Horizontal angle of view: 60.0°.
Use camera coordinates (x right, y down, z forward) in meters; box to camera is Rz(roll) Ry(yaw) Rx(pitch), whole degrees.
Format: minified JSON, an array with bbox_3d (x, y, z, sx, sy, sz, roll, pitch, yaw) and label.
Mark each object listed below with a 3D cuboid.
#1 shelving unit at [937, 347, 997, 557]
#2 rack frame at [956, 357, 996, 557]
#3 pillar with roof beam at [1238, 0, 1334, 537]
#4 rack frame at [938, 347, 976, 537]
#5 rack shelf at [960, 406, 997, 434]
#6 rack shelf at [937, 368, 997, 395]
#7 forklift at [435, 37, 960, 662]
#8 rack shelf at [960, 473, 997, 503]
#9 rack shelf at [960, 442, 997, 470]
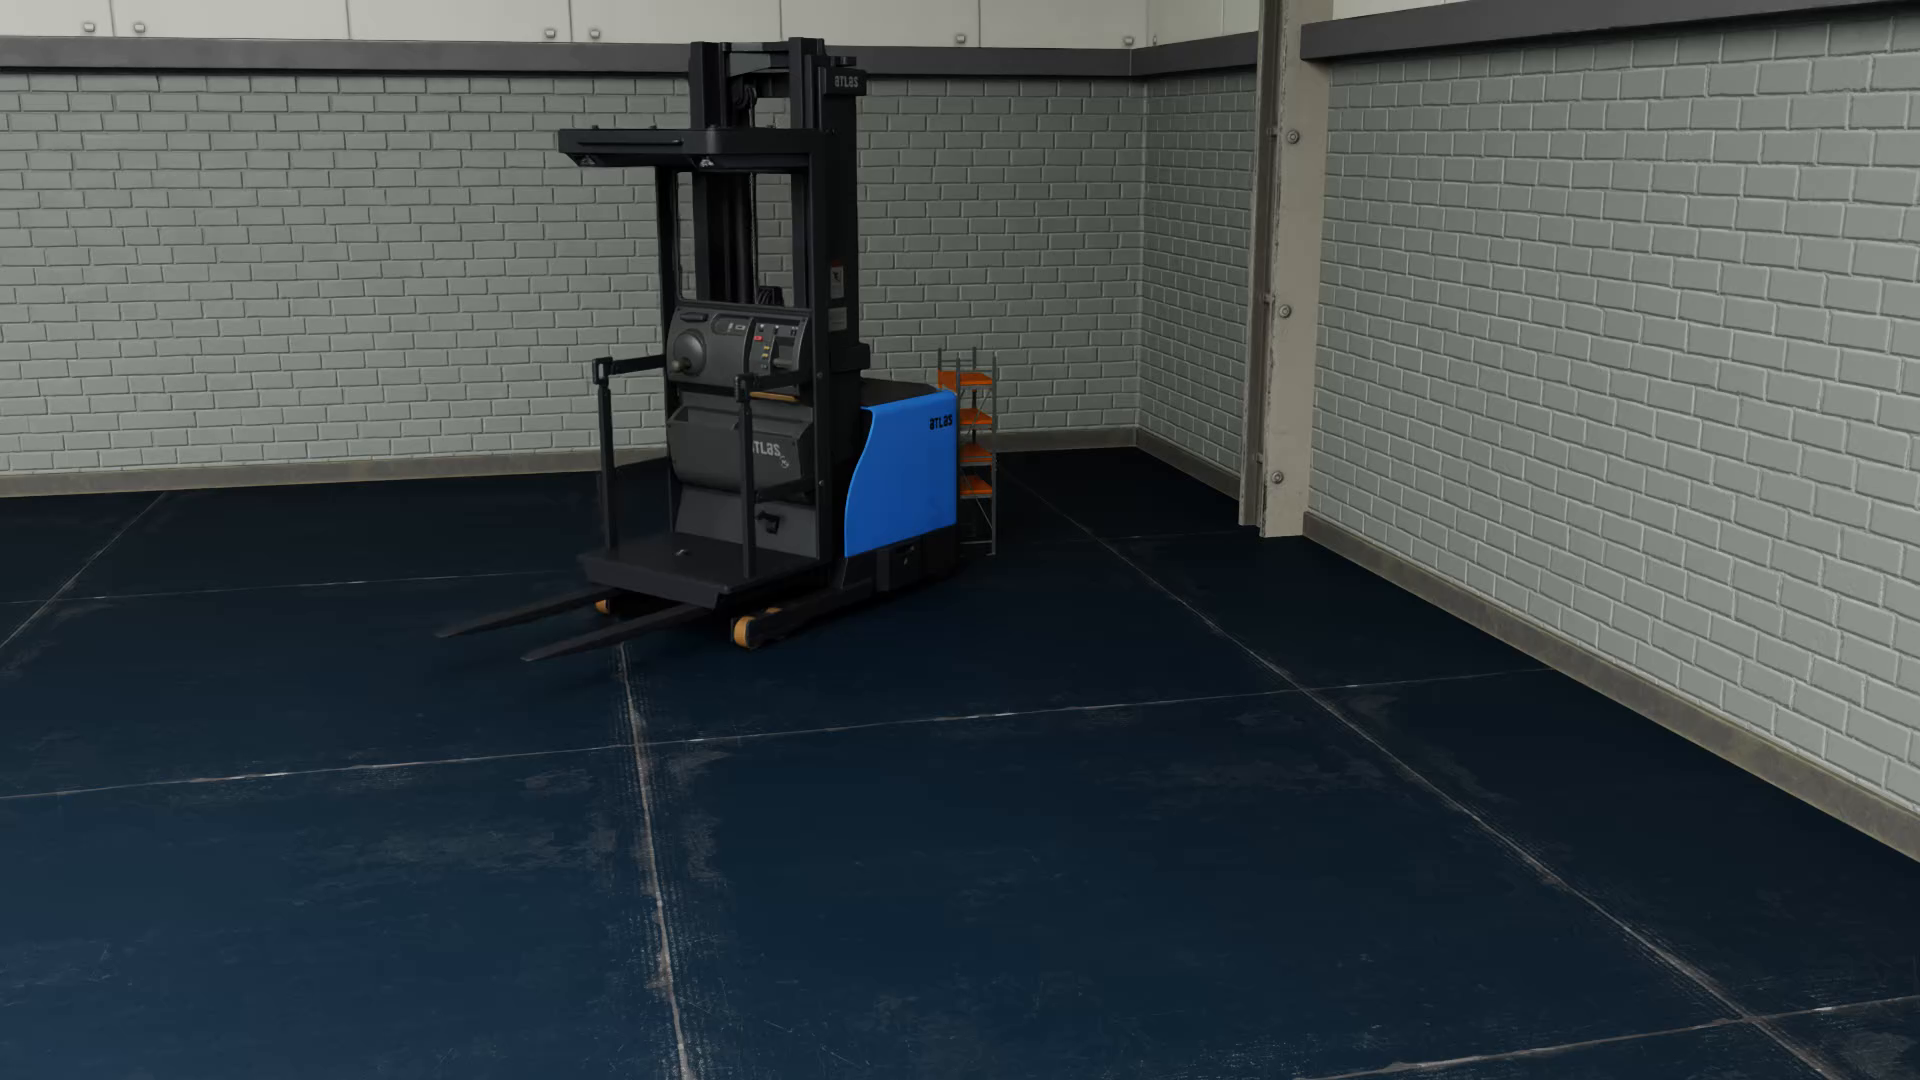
[{"bbox_3d":[0.039,-0.545,10.128,0.258,1.200,0.503,-3,14,-13],"label":"shelving unit"},{"bbox_3d":[0.096,-0.488,9.898,0.240,1.200,0.015,-3,14,-13],"label":"rack frame"},{"bbox_3d":[-2.171,-4.202,8.668,9.100,9.000,0.400,-3,14,-13],"label":"pillar with roof beam"},{"bbox_3d":[-0.018,-0.601,10.359,0.240,1.200,0.015,-3,14,-13],"label":"rack frame"},{"bbox_3d":[0.039,-0.697,10.091,0.258,0.148,0.480,-3,14,-13],"label":"rack shelf"},{"bbox_3d":[0.039,-0.926,10.035,0.258,0.148,0.480,-3,14,-13],"label":"rack shelf"},{"bbox_3d":[-1.274,-1.014,8.400,1.130,2.935,3.031,10,17,35],"label":"forklift"},{"bbox_3d":[0.039,-0.286,10.191,0.258,0.148,0.480,-3,14,-13],"label":"rack shelf"},{"bbox_3d":[0.039,-0.479,10.144,0.258,0.148,0.480,-3,14,-13],"label":"rack shelf"}]
